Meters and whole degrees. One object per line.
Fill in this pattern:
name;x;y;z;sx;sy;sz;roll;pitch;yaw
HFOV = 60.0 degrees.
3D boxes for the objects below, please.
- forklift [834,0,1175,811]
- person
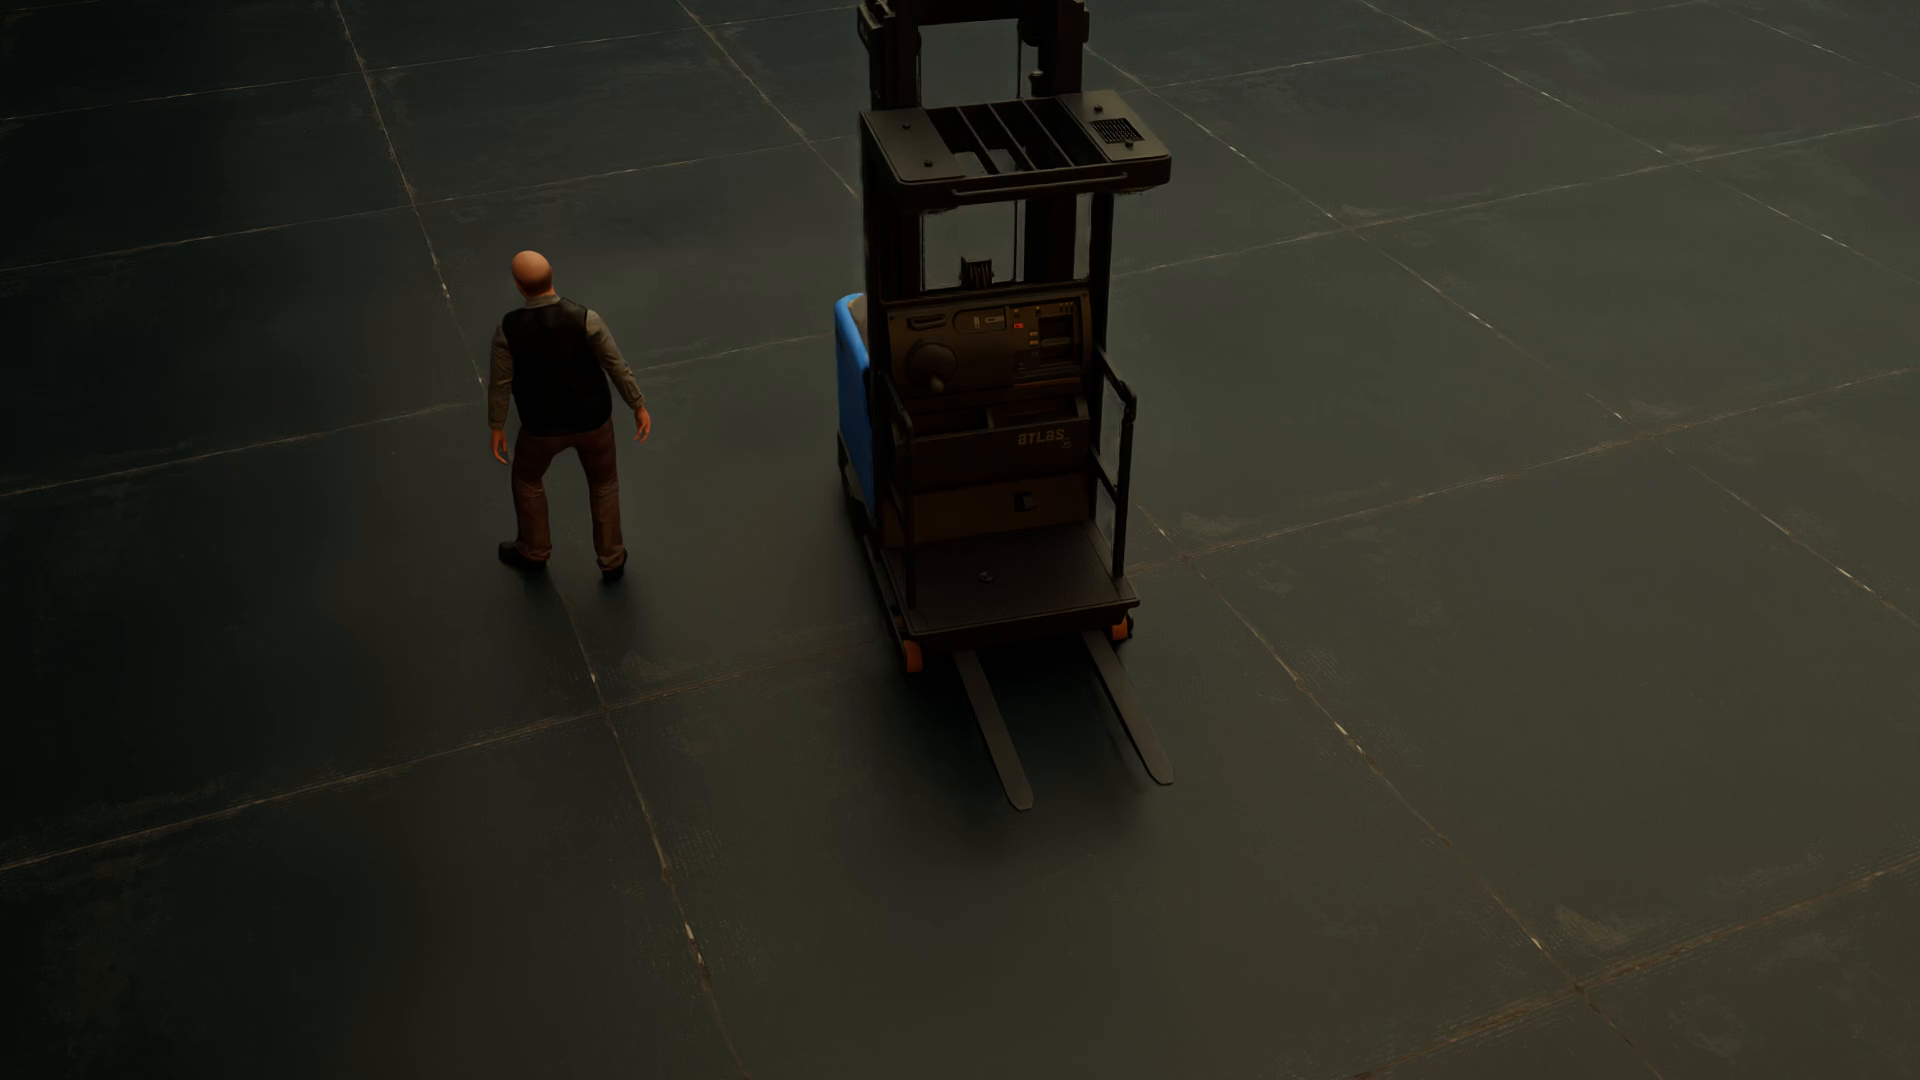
forklift;0.191;-0.818;7.249;1.130;2.935;3.031;-8;36;-11
person;-1.917;-0.568;7.987;0.848;1.692;0.405;-6;36;-9
